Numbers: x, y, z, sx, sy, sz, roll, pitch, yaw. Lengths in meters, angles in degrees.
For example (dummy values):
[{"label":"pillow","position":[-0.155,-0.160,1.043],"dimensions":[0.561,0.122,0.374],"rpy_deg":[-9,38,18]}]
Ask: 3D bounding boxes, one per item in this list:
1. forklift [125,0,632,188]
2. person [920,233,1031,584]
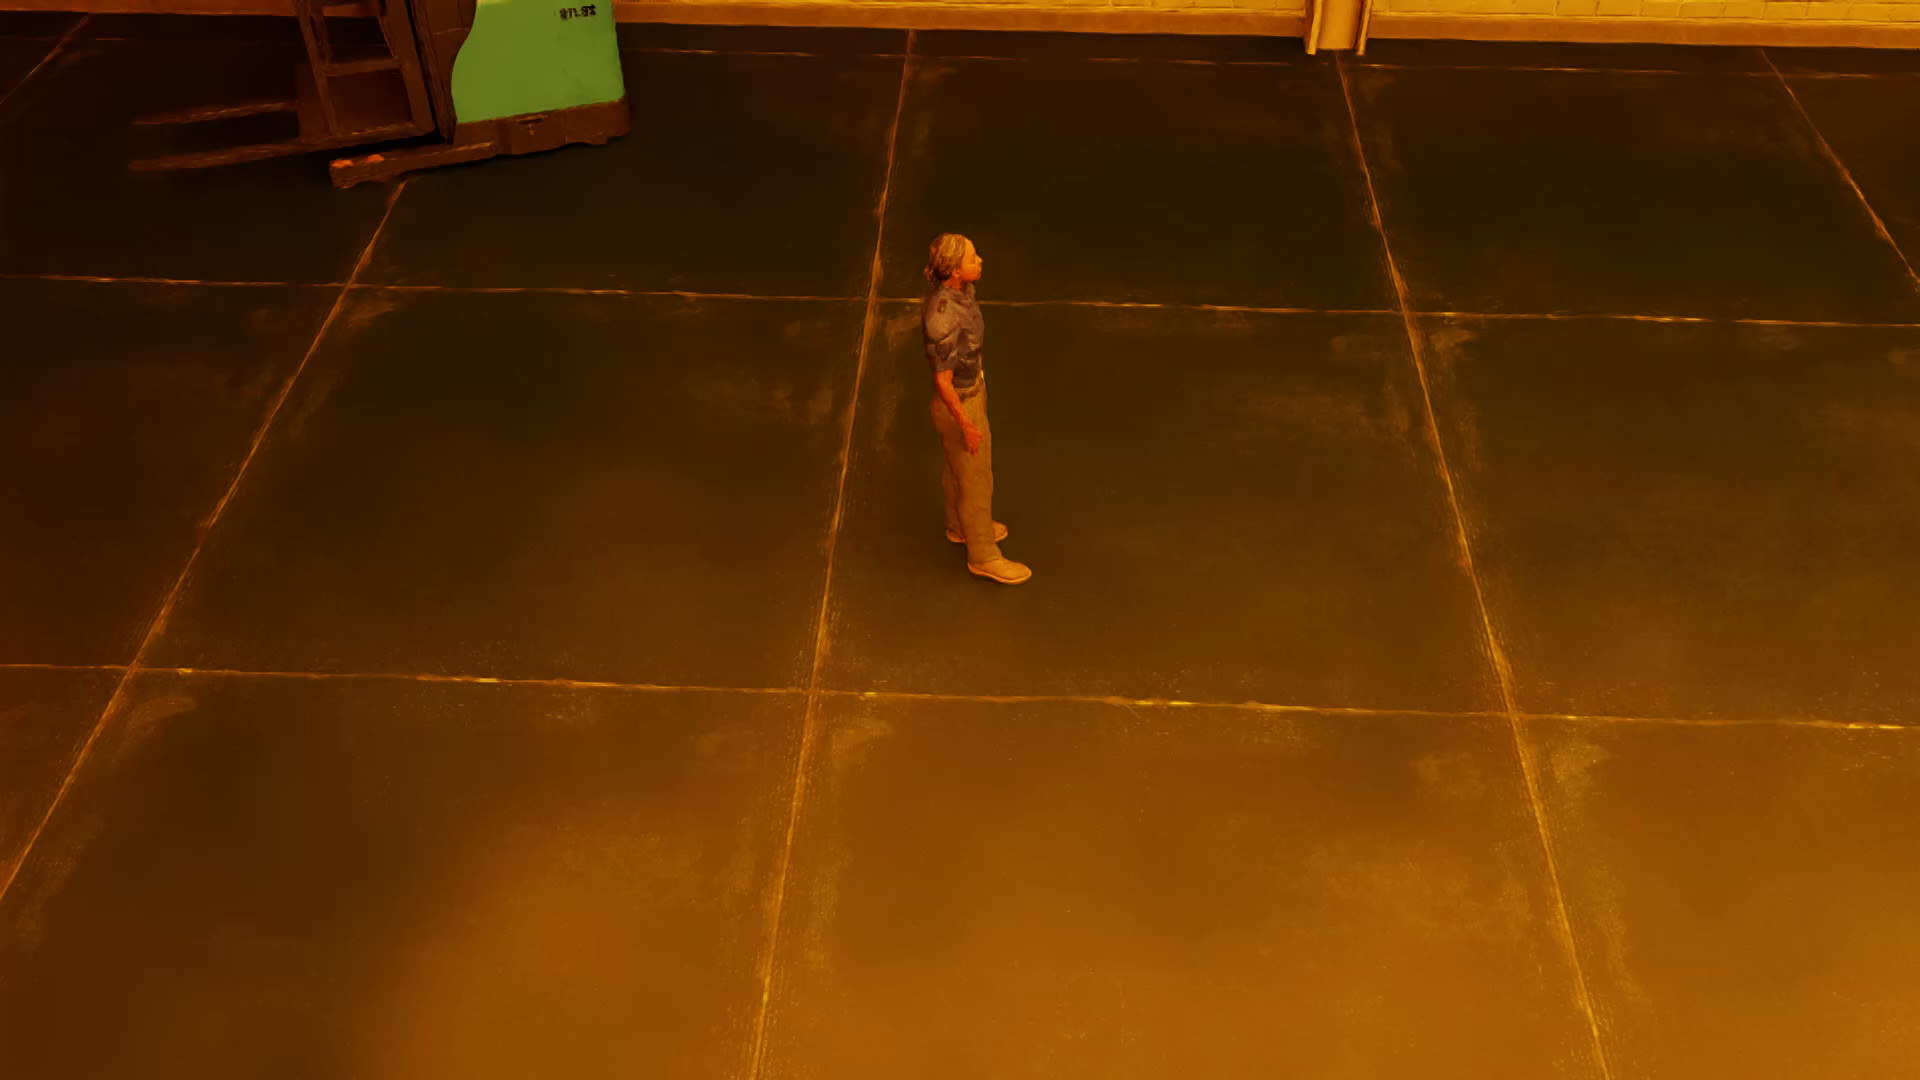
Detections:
[{"label":"forklift","position":[-3.687,-3.666,9.758],"dimensions":[3.031,2.935,1.130],"rpy_deg":[-12,44,-13]},{"label":"person","position":[0.087,-0.600,7.336],"dimensions":[0.503,1.654,0.570],"rpy_deg":[2,42,2]}]
